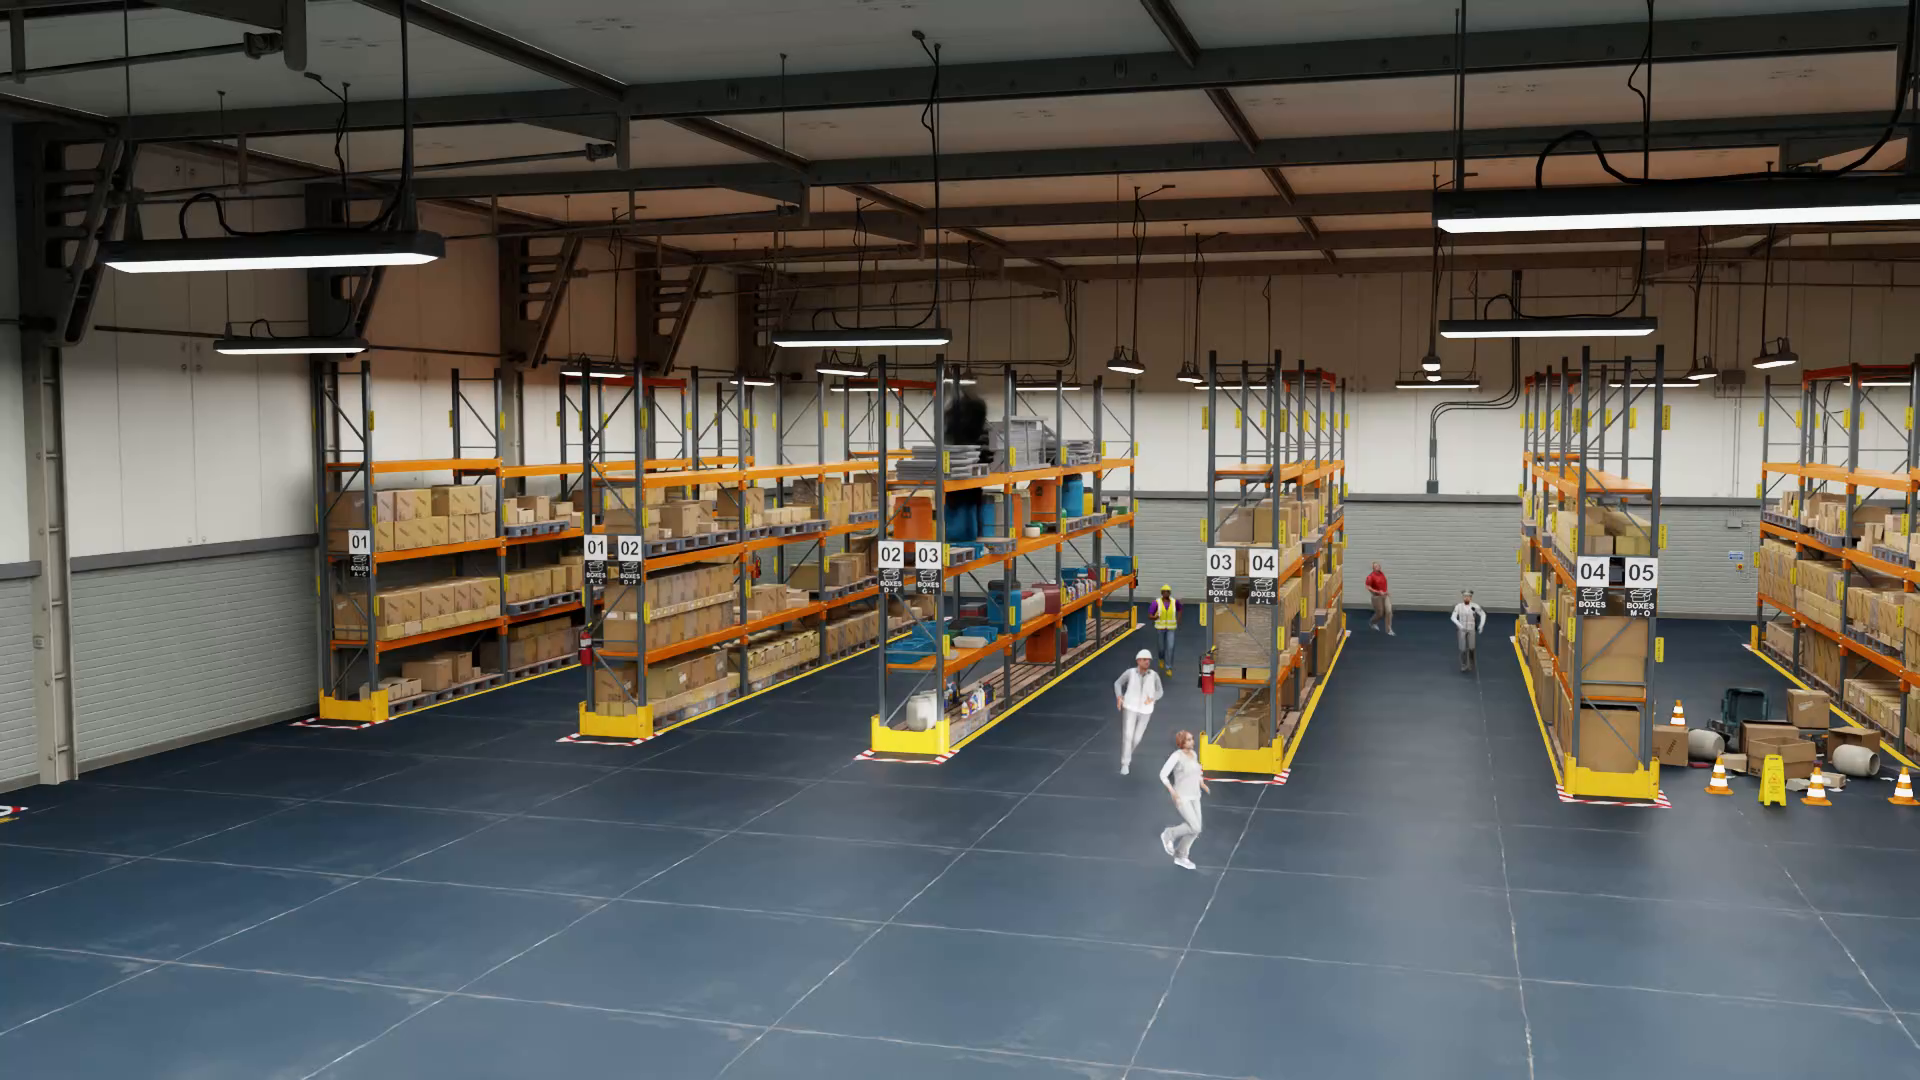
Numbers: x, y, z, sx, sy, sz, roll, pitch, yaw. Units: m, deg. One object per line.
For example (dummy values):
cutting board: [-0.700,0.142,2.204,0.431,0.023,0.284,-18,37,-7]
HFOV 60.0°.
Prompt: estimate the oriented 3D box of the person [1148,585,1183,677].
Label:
person: [4.049,1.757,32.726,0.698,1.760,0.970,0,4,3]

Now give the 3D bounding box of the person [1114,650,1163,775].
person: [2.573,2.441,23.911,0.694,1.758,0.844,0,4,-1]

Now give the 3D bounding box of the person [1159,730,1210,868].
person: [2.534,2.910,18.655,0.549,1.544,0.537,-4,6,-44]

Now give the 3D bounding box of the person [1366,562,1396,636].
person: [9.831,1.378,39.011,0.696,1.720,0.831,-2,5,-27]

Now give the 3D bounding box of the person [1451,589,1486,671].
person: [10.111,1.798,33.101,0.659,1.646,0.550,1,4,19]
